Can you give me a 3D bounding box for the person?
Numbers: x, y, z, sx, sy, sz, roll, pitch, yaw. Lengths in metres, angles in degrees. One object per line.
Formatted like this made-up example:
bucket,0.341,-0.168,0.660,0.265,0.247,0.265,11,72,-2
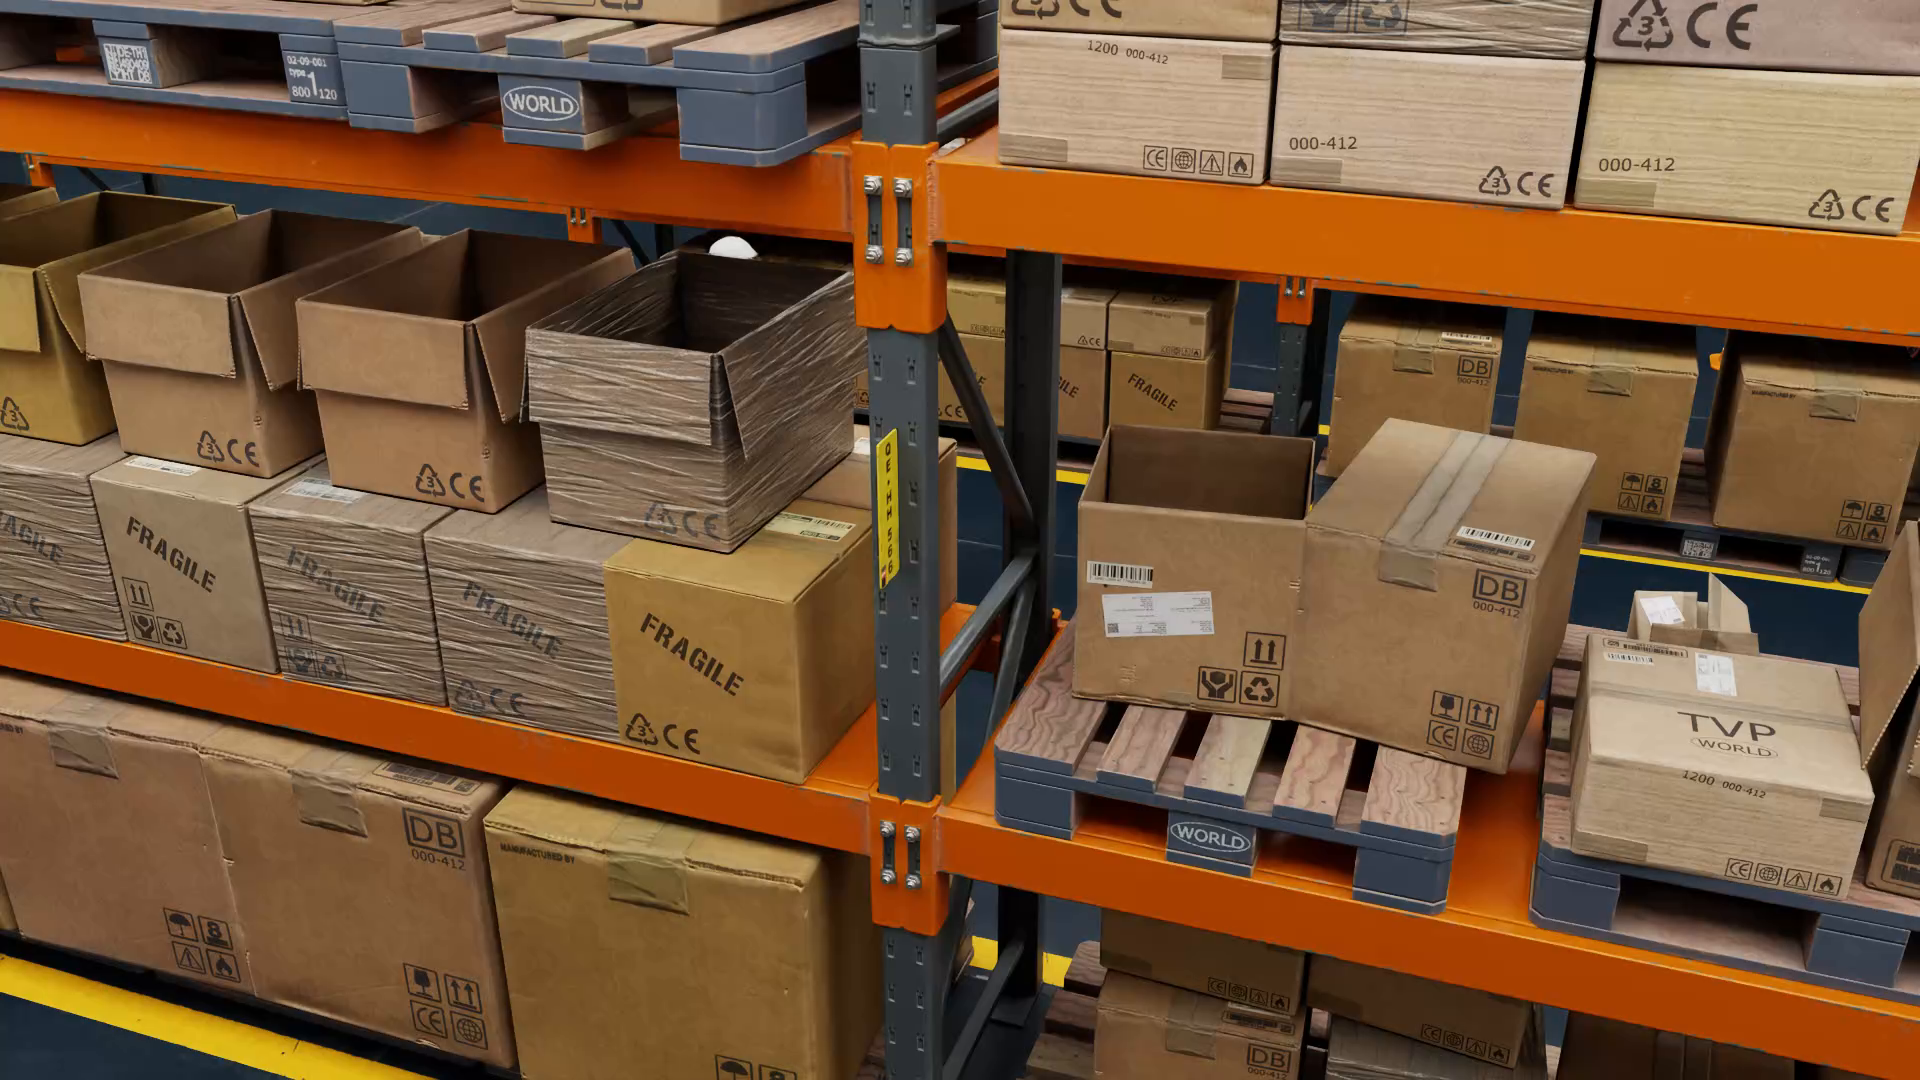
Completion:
person,-0.810,-0.564,7.485,0.629,1.602,0.601,9,27,18
